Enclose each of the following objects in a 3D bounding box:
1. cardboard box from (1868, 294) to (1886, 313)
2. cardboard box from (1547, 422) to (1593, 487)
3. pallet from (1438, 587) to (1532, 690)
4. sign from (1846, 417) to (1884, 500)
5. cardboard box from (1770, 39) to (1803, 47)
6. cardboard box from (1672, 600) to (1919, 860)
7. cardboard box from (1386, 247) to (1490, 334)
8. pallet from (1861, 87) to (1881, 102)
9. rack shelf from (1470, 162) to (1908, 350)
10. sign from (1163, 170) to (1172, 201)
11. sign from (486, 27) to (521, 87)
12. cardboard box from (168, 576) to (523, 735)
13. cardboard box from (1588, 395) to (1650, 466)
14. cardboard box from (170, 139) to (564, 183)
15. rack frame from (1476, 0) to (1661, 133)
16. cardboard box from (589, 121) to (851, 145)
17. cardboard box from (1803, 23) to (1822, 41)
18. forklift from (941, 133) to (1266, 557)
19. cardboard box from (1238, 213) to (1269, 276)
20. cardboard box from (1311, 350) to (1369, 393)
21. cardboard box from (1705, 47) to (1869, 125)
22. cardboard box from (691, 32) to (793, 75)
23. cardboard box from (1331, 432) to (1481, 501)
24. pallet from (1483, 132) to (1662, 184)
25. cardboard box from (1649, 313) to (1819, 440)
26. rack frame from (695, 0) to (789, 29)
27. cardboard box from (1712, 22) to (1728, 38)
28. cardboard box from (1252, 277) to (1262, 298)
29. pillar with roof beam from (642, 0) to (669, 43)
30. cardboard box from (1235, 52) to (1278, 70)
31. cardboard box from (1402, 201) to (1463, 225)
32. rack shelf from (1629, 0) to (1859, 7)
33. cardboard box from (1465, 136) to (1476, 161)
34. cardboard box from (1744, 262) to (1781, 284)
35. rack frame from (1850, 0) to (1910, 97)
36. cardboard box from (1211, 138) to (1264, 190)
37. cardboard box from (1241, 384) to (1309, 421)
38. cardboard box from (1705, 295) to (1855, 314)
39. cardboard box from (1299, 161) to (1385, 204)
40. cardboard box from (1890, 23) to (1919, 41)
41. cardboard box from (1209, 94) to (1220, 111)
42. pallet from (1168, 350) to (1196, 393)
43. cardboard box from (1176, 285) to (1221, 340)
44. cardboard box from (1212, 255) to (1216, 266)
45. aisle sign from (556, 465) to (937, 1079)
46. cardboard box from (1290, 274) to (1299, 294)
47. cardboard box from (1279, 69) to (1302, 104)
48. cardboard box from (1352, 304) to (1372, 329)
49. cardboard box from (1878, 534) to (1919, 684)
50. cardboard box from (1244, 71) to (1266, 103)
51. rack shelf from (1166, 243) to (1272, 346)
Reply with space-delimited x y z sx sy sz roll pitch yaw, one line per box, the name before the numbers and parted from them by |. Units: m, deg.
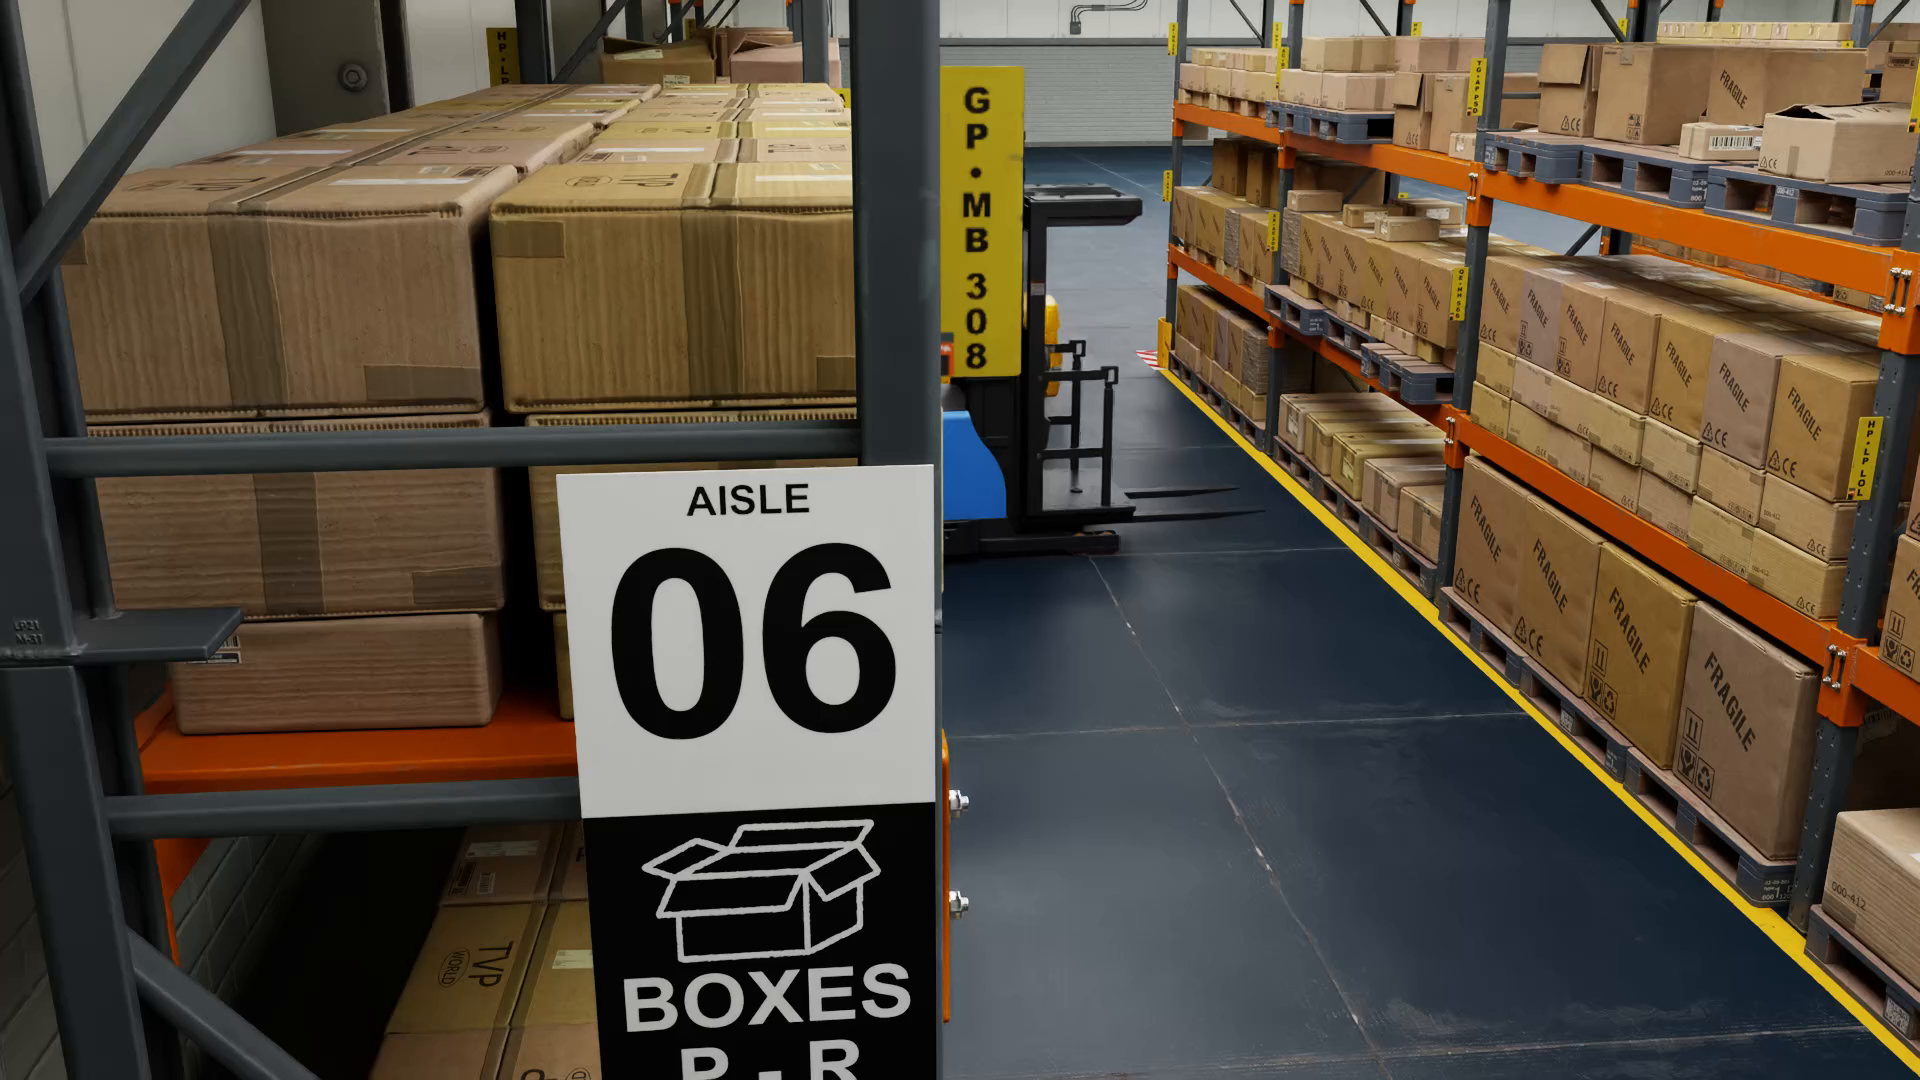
cardboard box | 7.928 -2.114 13.736 0.500 0.500 0.500 -2 18 -5
cardboard box | 3.508 -0.473 8.926 0.500 0.250 0.500 -1 17 -4
pallet | 3.595 0.561 10.038 1.003 0.211 1.213 -2 18 -6
sign | 3.462 -0.310 6.356 0.100 0.325 0.005 -2 18 -6
cardboard box | 7.731 -4.421 15.128 0.500 0.250 0.500 -2 18 -6
cardboard box | 3.857 0.816 7.416 0.875 0.875 0.875 -1 17 -4
cardboard box | 3.201 -1.677 11.148 0.500 0.500 0.500 -2 18 -7
pallet | 8.015 -4.015 15.097 1.003 0.211 1.213 -2 18 -6
rack shelf | 3.795 -1.499 8.137 1.077 0.370 4.000 -2 18 -6
sign | 2.224 -3.787 17.785 0.100 0.325 0.005 -2 18 -6
sign | -1.487 -1.508 5.445 0.100 0.325 0.005 -2 18 -6
cardboard box | -0.786 0.132 2.162 0.380 0.149 0.250 -1 17 -4
cardboard box | 3.526 -0.561 8.371 0.500 0.250 0.500 -1 17 -5
cardboard box | -0.900 -0.488 2.634 0.500 0.250 0.500 -2 18 -7
rack frame | 3.588 -3.869 9.478 1.000 3.000 0.127 -2 18 -6
cardboard box | -0.418 -0.650 3.152 0.500 0.250 0.500 -2 18 -6
cardboard box | 7.708 -4.496 14.702 0.380 0.149 0.250 -2 18 -6
forklift | 0.689 -1.431 11.843 3.031 2.935 1.130 -3 18 -9
cardboard box | 2.823 -2.666 14.998 0.500 0.500 0.500 -1 17 -4
cardboard box | 3.384 -1.629 14.995 0.500 0.500 0.500 -1 17 -3
cardboard box | 4.059 -2.170 8.205 0.500 0.500 0.500 -2 18 -5
cardboard box | -1.332 -2.950 10.523 0.700 0.500 0.500 -2 18 -7
cardboard box | 3.383 -0.568 12.664 0.950 0.372 0.625 -1 17 -4
pallet | 3.708 -2.158 9.350 1.213 0.211 1.003 -1 17 -3
cardboard box | 3.612 -0.771 7.788 0.500 0.500 0.500 -1 17 -4
rack frame | -2.174 -6.098 16.578 1.000 3.000 0.127 -2 18 -6
cardboard box | 7.551 -4.949 16.145 0.380 0.149 0.250 -2 17 -5
cardboard box | 2.807 -2.239 14.721 0.380 0.149 0.250 -1 17 -4
pillar with roof beam | 1.284 -5.996 16.252 9.100 9.000 0.400 -2 18 -6
cardboard box | 2.725 -4.362 15.145 0.380 0.149 0.250 -2 17 -5
cardboard box | 3.584 -2.482 12.626 0.380 0.149 0.250 -3 18 -8
rack shelf | 7.883 -5.306 15.922 1.077 0.370 4.000 -2 18 -6
cardboard box | 3.347 -2.405 10.243 0.380 0.149 0.250 -2 18 -6
cardboard box | 7.960 -2.726 15.602 0.875 0.550 0.550 -2 18 -6
rack frame | 8.089 -5.244 13.857 1.000 3.000 0.127 -2 18 -6
cardboard box | 3.033 -3.912 17.296 0.700 0.500 0.500 -2 18 -7
cardboard box | 2.848 -1.255 15.056 0.500 0.250 0.500 -1 17 -3
cardboard box | 4.053 -0.934 8.308 0.500 0.500 0.500 -2 18 -7
cardboard box | 3.346 -3.003 14.402 0.700 0.500 0.500 -2 18 -6
cardboard box | 8.390 -4.440 14.525 0.380 0.149 0.250 -2 18 -5
cardboard box | 2.612 -4.208 15.984 0.380 0.149 0.250 -2 17 -5
pallet | 2.820 -1.794 17.539 1.003 0.211 1.213 -2 18 -6
cardboard box | 2.574 -2.381 17.390 0.500 0.500 0.500 -2 18 -7
cardboard box | 2.707 -2.777 16.433 0.380 0.149 0.250 -1 17 -4
aisle sign | -0.224 0.302 1.867 0.394 0.787 0.004 -2 18 -6
cardboard box | 2.919 -2.105 13.591 0.380 0.149 0.250 -2 17 -5
cardboard box | 2.837 -3.572 13.089 0.500 0.250 0.500 -2 18 -7
cardboard box | 3.082 -1.637 12.102 0.380 0.149 0.250 -2 18 -7
cardboard box | 3.789 0.285 6.094 0.500 0.500 0.500 -1 17 -4
cardboard box | 2.809 -3.974 14.573 0.500 0.250 0.500 -2 18 -7
rack shelf | 2.970 -2.451 16.178 1.077 0.370 4.000 -2 18 -6
